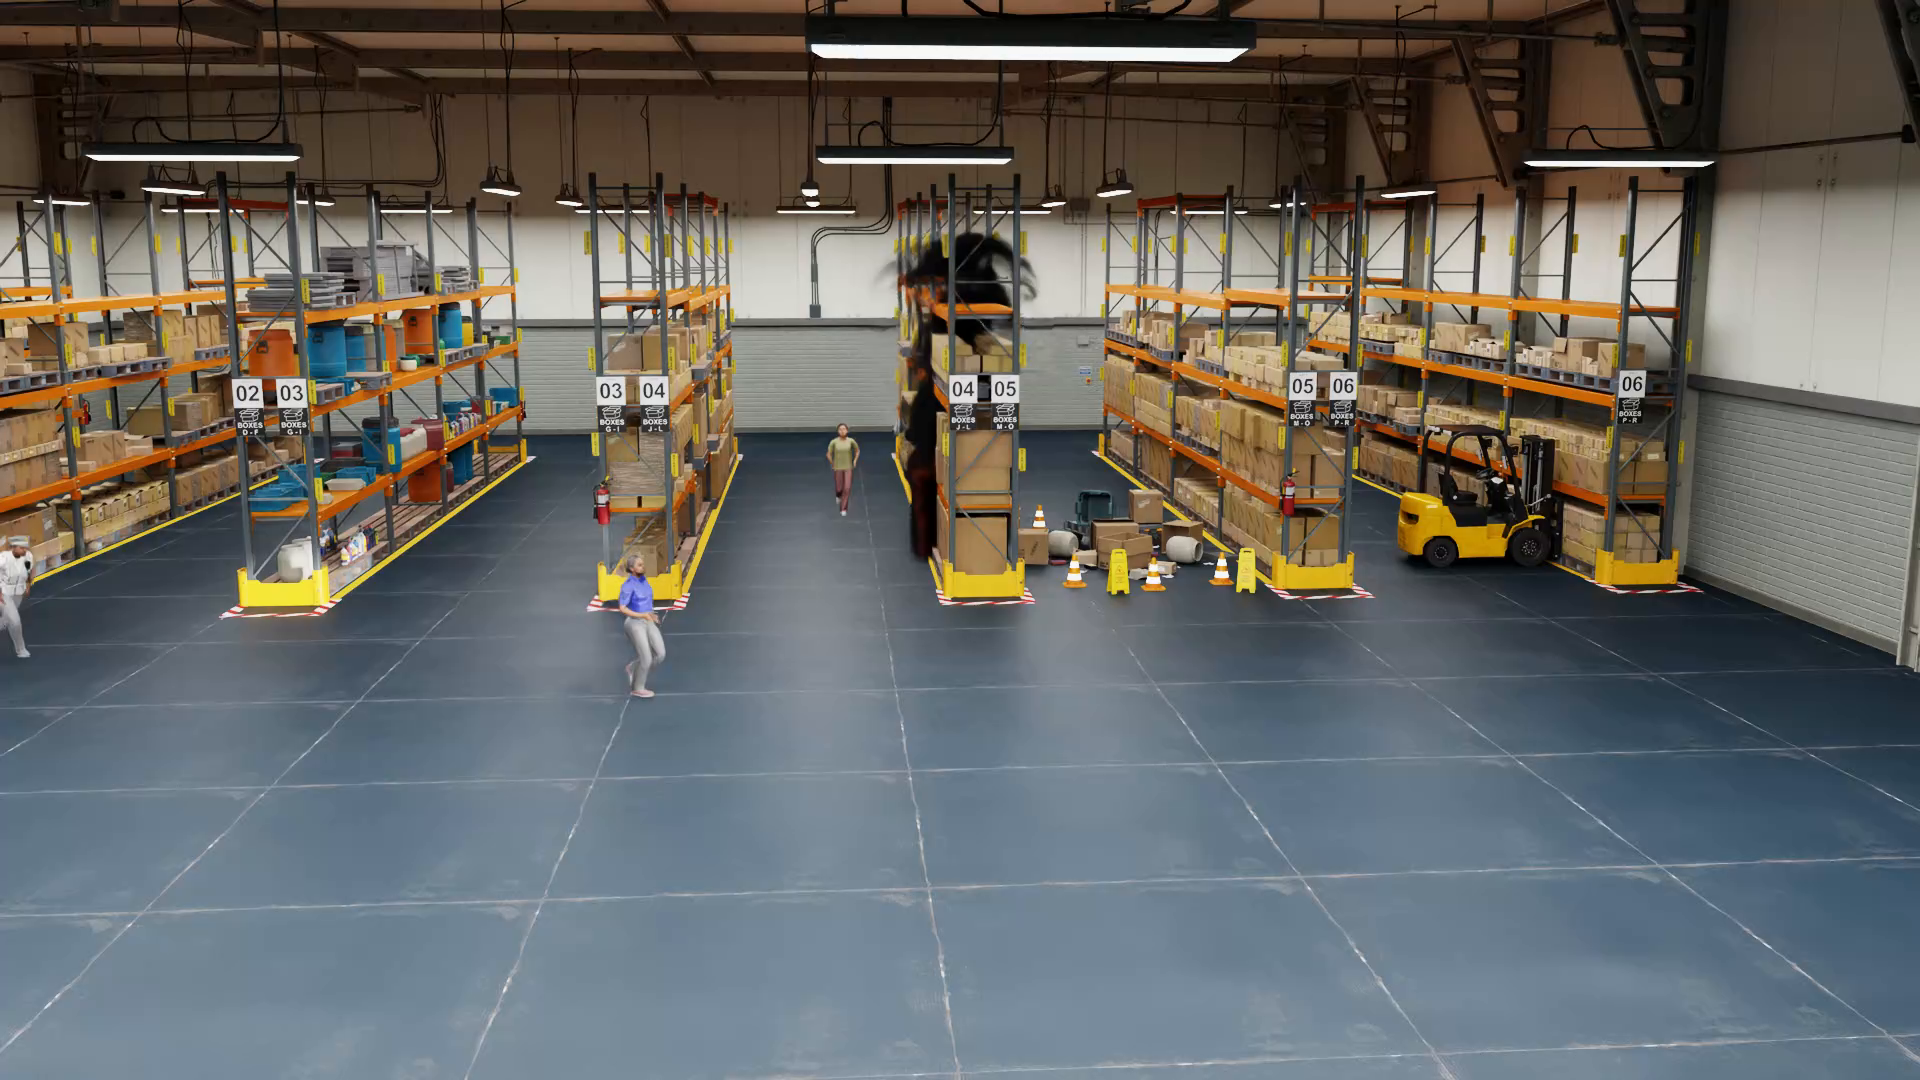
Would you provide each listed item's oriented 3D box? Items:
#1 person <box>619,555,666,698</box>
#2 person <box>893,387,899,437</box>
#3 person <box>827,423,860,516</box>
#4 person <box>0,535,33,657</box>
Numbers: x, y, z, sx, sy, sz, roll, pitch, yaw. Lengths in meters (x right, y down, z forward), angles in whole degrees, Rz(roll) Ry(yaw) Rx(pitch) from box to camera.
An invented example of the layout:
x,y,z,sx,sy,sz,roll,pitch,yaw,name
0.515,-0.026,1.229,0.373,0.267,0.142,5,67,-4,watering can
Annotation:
x,y,z,sx,sy,sz,roll,pitch,yaw,name
-3.560,0.970,18.608,0.573,1.594,0.571,4,11,23,person
-1.310,-2.973,40.865,0.721,1.697,0.576,-3,11,-18,person
-2.060,-1.247,29.522,0.595,1.598,0.699,-1,10,-7,person
-11.799,0.693,20.576,0.982,1.575,0.564,5,11,28,person
